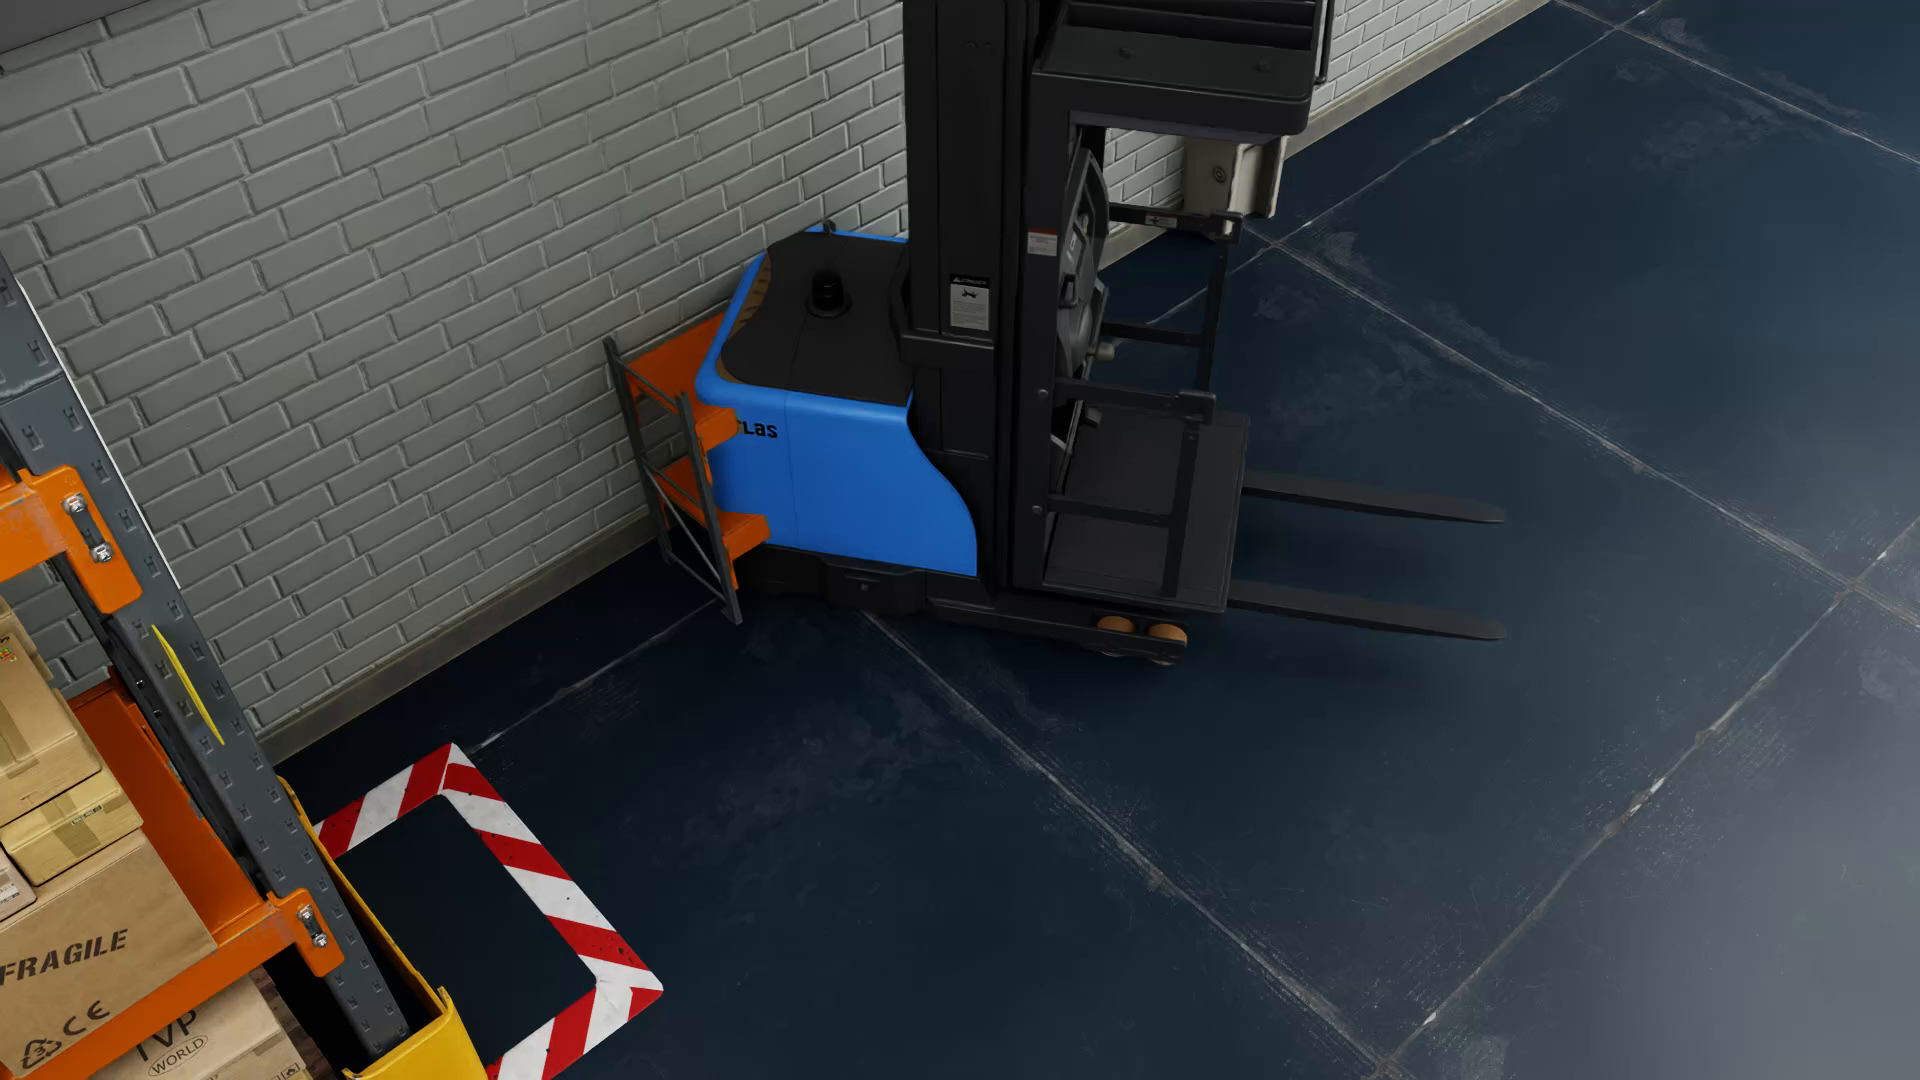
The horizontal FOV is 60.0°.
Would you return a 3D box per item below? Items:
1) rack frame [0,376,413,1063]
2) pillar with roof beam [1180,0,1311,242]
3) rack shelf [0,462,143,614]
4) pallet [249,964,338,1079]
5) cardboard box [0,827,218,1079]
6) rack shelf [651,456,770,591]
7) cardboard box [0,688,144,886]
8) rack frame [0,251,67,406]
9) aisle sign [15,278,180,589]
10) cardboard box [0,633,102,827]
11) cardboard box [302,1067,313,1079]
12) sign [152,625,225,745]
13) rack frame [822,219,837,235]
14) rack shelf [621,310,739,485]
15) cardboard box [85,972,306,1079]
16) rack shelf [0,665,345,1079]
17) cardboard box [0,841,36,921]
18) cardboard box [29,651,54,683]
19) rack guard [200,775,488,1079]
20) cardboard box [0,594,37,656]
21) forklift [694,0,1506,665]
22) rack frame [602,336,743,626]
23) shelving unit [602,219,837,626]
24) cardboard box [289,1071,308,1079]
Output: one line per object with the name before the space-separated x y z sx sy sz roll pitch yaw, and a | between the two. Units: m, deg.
rack frame | -1.991 0.480 4.319 0.127 3.000 1.000 -34 56 -27
pillar with roof beam | 4.223 -2.325 2.826 0.400 9.000 9.100 -34 56 -27
rack shelf | -3.471 0.696 2.569 4.000 0.370 1.077 -34 56 -27
pallet | -2.529 1.827 4.974 1.213 0.211 1.003 -34 56 -27
cardboard box | -2.179 0.833 3.926 0.500 0.500 0.500 -35 56 -28
rack shelf | -0.668 -0.278 6.610 1.000 0.278 0.538 -34 50 -26
cardboard box | -2.059 0.550 3.745 0.250 0.149 0.380 -33 55 -27
rack frame | -1.991 -1.554 2.114 0.127 3.000 1.000 -34 56 -27
aisle sign | -1.745 -0.274 3.246 0.004 0.787 0.394 -34 56 -27
cardboard box | -2.115 0.417 3.665 0.250 0.149 0.380 -34 56 -27
cardboard box | -2.126 1.675 4.802 0.500 0.250 0.500 -33 56 -27
sign | -1.637 0.309 3.528 0.005 0.325 0.100 -34 56 -27
rack frame | -0.310 -0.710 6.669 0.032 1.125 0.500 -34 50 -26
rack shelf | -0.711 -0.668 6.243 1.000 0.278 0.538 -34 50 -26
cardboard box | -2.122 1.329 4.441 0.500 0.250 0.500 -32 55 -26
rack shelf | -3.471 1.713 3.671 4.000 0.370 1.077 -34 56 -27
cardboard box | -2.228 0.693 3.614 0.250 0.149 0.380 -33 55 -27
cardboard box | -2.417 0.253 4.019 0.250 0.149 0.380 -35 56 -28
rack guard | -1.974 1.316 5.249 0.348 0.500 1.175 -34 56 -27
cardboard box | -2.384 0.176 3.888 0.250 0.149 0.380 -35 56 -28
forklift | 0.610 -0.945 5.681 3.031 2.935 1.130 9 48 8
rack frame | -1.065 -0.201 6.216 0.032 1.125 0.500 -34 50 -26
shelving unit | -0.688 -0.455 6.443 1.048 1.125 0.538 -34 50 -26
cardboard box | -2.141 1.512 4.613 0.500 0.250 0.500 -34 56 -28
